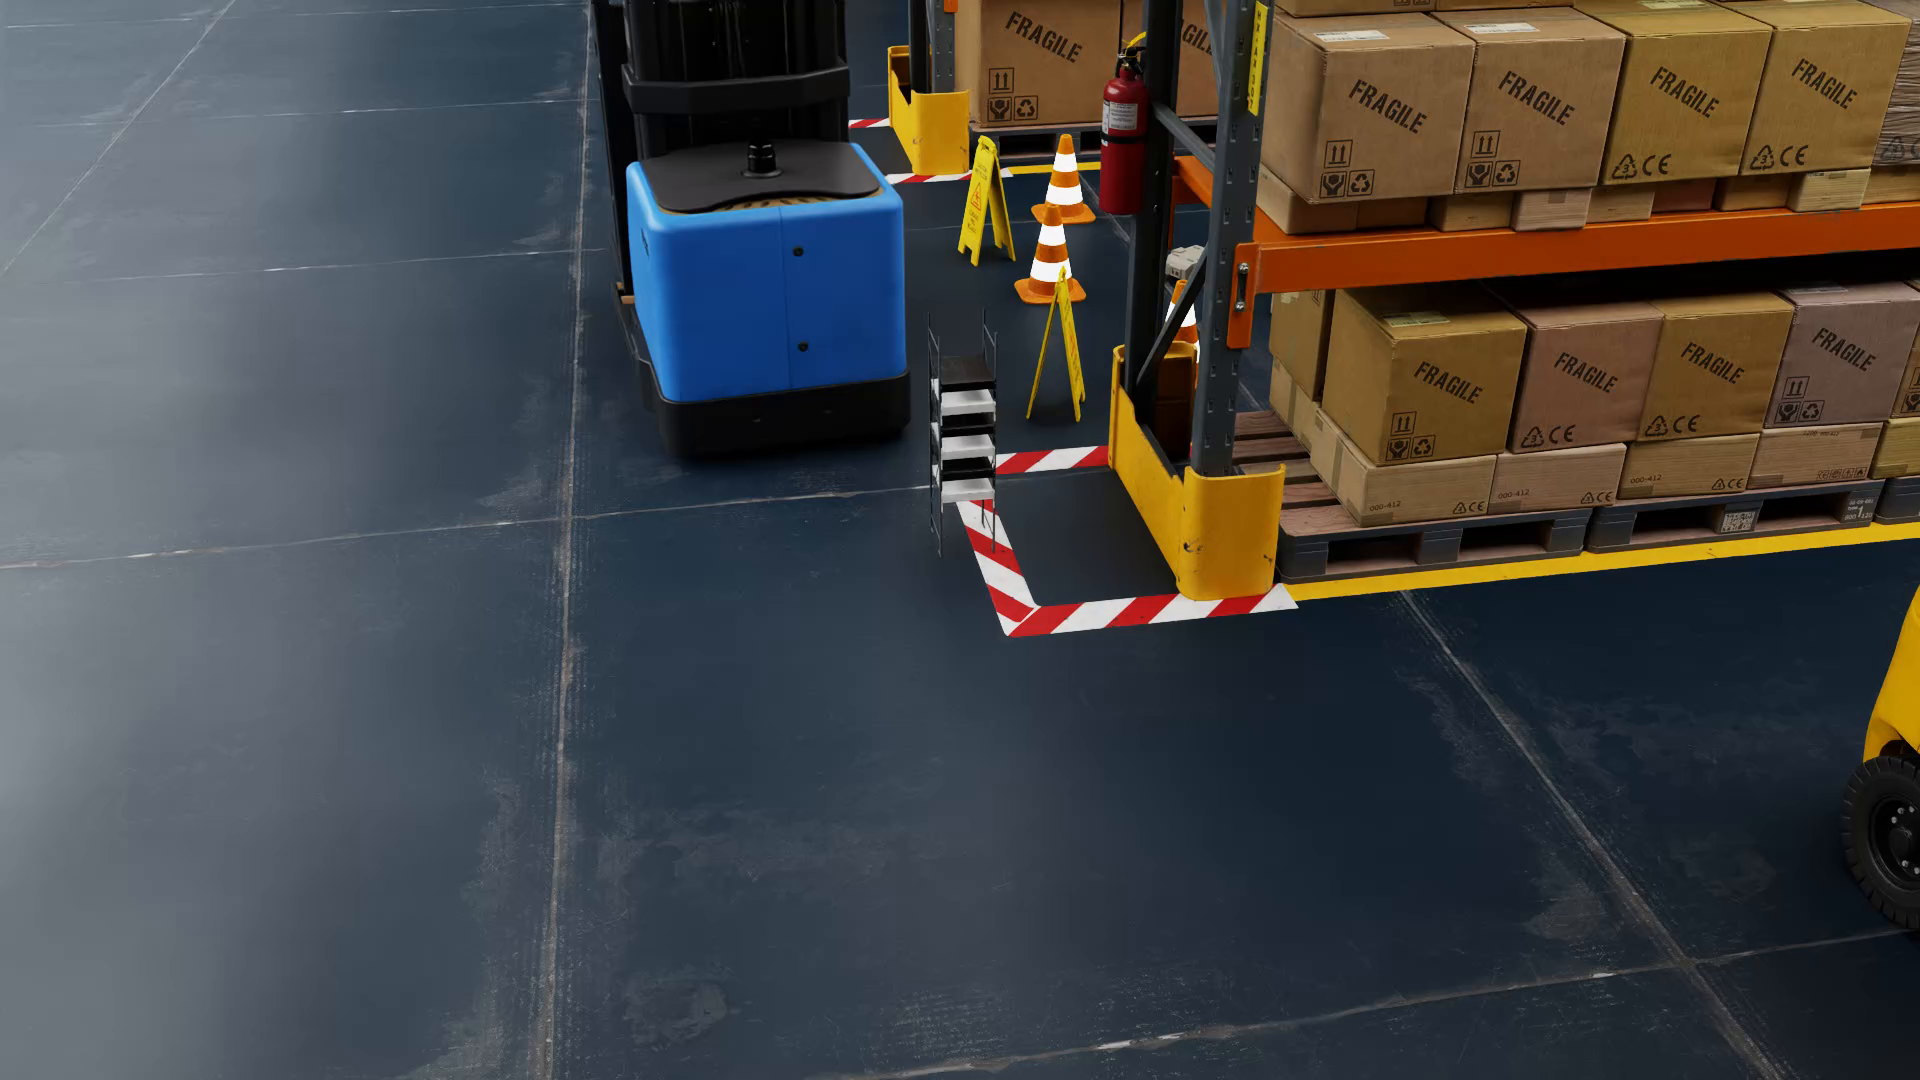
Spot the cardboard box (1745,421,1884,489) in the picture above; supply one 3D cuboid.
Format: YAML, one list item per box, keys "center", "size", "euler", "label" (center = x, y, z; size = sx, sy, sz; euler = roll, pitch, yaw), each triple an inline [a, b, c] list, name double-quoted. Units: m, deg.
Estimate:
- center: [3.186, -0.442, 6.482]
  size: [0.500, 0.250, 0.500]
  euler: [-5, 31, -8]
  label: "cardboard box"

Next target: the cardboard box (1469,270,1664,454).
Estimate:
- center: [2.187, -0.673, 6.136]
  size: [0.500, 0.500, 0.500]
  euler: [-6, 31, -11]
  label: "cardboard box"

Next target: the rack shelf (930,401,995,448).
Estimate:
- center: [0.008, -0.438, 6.136]
  size: [0.200, 0.077, 0.258]
  euler: [-5, 31, -9]
  label: "rack shelf"

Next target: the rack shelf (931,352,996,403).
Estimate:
- center: [0.008, -0.593, 6.045]
  size: [0.200, 0.077, 0.258]
  euler: [-5, 31, -9]
  label: "rack shelf"

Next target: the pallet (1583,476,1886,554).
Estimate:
- center: [2.885, -0.337, 6.757]
  size: [1.213, 0.211, 1.003]
  euler: [-5, 31, -9]
  label: "pallet"

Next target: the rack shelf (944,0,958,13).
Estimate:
- center: [1.783, -3.698, 10.430]
  size: [4.000, 0.370, 1.077]
  euler: [-5, 31, -9]
  label: "rack shelf"

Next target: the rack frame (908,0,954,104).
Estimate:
- center: [-0.184, -3.825, 9.938]
  size: [0.127, 3.000, 1.000]
  euler: [-5, 31, -9]
  label: "rack frame"

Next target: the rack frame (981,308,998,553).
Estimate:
- center: [0.108, -0.398, 6.181]
  size: [0.006, 0.900, 0.240]
  euler: [-5, 31, -9]
  label: "rack frame"

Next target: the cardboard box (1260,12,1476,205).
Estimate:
- center: [1.323, -1.443, 5.494]
  size: [0.500, 0.500, 0.500]
  euler: [-6, 31, -10]
  label: "cardboard box"

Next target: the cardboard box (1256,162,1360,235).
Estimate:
- center: [1.179, -1.186, 5.697]
  size: [0.250, 0.149, 0.380]
  euler: [-5, 31, -9]
  label: "cardboard box"

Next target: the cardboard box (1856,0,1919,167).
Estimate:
- center: [3.335, -1.638, 5.826]
  size: [0.500, 0.500, 0.500]
  euler: [-4, 31, -8]
  label: "cardboard box"

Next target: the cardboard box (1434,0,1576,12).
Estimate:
- center: [1.770, -2.167, 5.738]
  size: [0.500, 0.500, 0.700]
  euler: [-5, 31, -8]
  label: "cardboard box"

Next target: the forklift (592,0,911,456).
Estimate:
- center: [-1.113, -2.344, 7.486]
  size: [1.130, 2.935, 3.031]
  euler: [-8, 31, -14]
  label: "forklift"

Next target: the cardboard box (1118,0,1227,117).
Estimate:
- center: [1.336, -3.266, 10.669]
  size: [0.875, 0.875, 0.875]
  euler: [-6, 31, -10]
  label: "cardboard box"

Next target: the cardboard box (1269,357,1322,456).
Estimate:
- center: [1.577, -0.572, 6.704]
  size: [0.500, 0.250, 0.500]
  euler: [-5, 31, -9]
  label: "cardboard box"

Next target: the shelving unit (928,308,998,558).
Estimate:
- center: [0.008, -0.389, 6.165]
  size: [0.210, 0.900, 0.258]
  euler: [-5, 31, -9]
  label: "shelving unit"

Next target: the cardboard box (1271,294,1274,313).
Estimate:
- center: [1.732, -1.264, 8.395]
  size: [0.250, 0.149, 0.380]
  euler: [10, 32, 17]
  label: "cardboard box"

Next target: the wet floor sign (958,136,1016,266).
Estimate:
- center: [0.144, -1.820, 8.851]
  size: [0.232, 0.644, 0.267]
  euler: [-11, 32, -17]
  label: "wet floor sign"

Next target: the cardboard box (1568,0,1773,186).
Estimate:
- center: [2.333, -1.539, 5.657]
  size: [0.500, 0.500, 0.500]
  euler: [-6, 31, -10]
  label: "cardboard box"

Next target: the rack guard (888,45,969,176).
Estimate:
- center: [-0.207, -2.745, 10.567]
  size: [0.348, 0.500, 1.175]
  euler: [-5, 31, -9]
  label: "rack guard"

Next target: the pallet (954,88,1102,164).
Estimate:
- center: [0.589, -2.735, 10.835]
  size: [1.213, 0.211, 1.003]
  euler: [-5, 31, -9]
  label: "pallet"

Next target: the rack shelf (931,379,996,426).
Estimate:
- center: [0.008, -0.515, 6.090]
  size: [0.200, 0.077, 0.258]
  euler: [-5, 31, -9]
  label: "rack shelf"

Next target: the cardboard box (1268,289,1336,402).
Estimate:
- center: [1.548, -0.888, 6.502]
  size: [0.500, 0.500, 0.500]
  euler: [-5, 31, -9]
  label: "cardboard box"

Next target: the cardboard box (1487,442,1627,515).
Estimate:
- center: [2.154, -0.341, 6.310]
  size: [0.500, 0.250, 0.500]
  euler: [-4, 31, -7]
  label: "cardboard box"

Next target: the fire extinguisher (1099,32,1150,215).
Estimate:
- center: [0.612, -1.552, 6.149]
  size: [0.183, 0.674, 0.296]
  euler: [-5, 31, -9]
  label: "fire extinguisher"

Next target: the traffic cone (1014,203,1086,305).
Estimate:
- center: [0.463, -1.478, 8.448]
  size: [0.334, 0.463, 0.336]
  euler: [-5, 31, -9]
  label: "traffic cone"

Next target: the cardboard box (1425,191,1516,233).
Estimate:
- center: [1.700, -1.200, 5.721]
  size: [0.250, 0.149, 0.380]
  euler: [-6, 31, -11]
  label: "cardboard box"

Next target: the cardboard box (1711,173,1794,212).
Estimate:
- center: [2.720, -1.304, 5.897]
  size: [0.250, 0.149, 0.380]
  euler: [-6, 31, -10]
  label: "cardboard box"

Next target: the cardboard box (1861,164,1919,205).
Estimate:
- center: [3.225, -1.339, 5.957]
  size: [0.250, 0.149, 0.380]
  euler: [-6, 31, -10]
  label: "cardboard box"

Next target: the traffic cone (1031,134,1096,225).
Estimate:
- center: [0.594, -2.072, 9.459]
  size: [0.334, 0.463, 0.336]
  euler: [-5, 31, -9]
  label: "traffic cone"

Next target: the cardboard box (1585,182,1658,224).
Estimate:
- center: [2.206, -1.240, 5.790]
  size: [0.250, 0.149, 0.380]
  euler: [-5, 31, -8]
  label: "cardboard box"

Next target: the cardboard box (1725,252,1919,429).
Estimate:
- center: [3.206, -0.768, 6.297]
  size: [0.500, 0.500, 0.500]
  euler: [-4, 31, -6]
  label: "cardboard box"
